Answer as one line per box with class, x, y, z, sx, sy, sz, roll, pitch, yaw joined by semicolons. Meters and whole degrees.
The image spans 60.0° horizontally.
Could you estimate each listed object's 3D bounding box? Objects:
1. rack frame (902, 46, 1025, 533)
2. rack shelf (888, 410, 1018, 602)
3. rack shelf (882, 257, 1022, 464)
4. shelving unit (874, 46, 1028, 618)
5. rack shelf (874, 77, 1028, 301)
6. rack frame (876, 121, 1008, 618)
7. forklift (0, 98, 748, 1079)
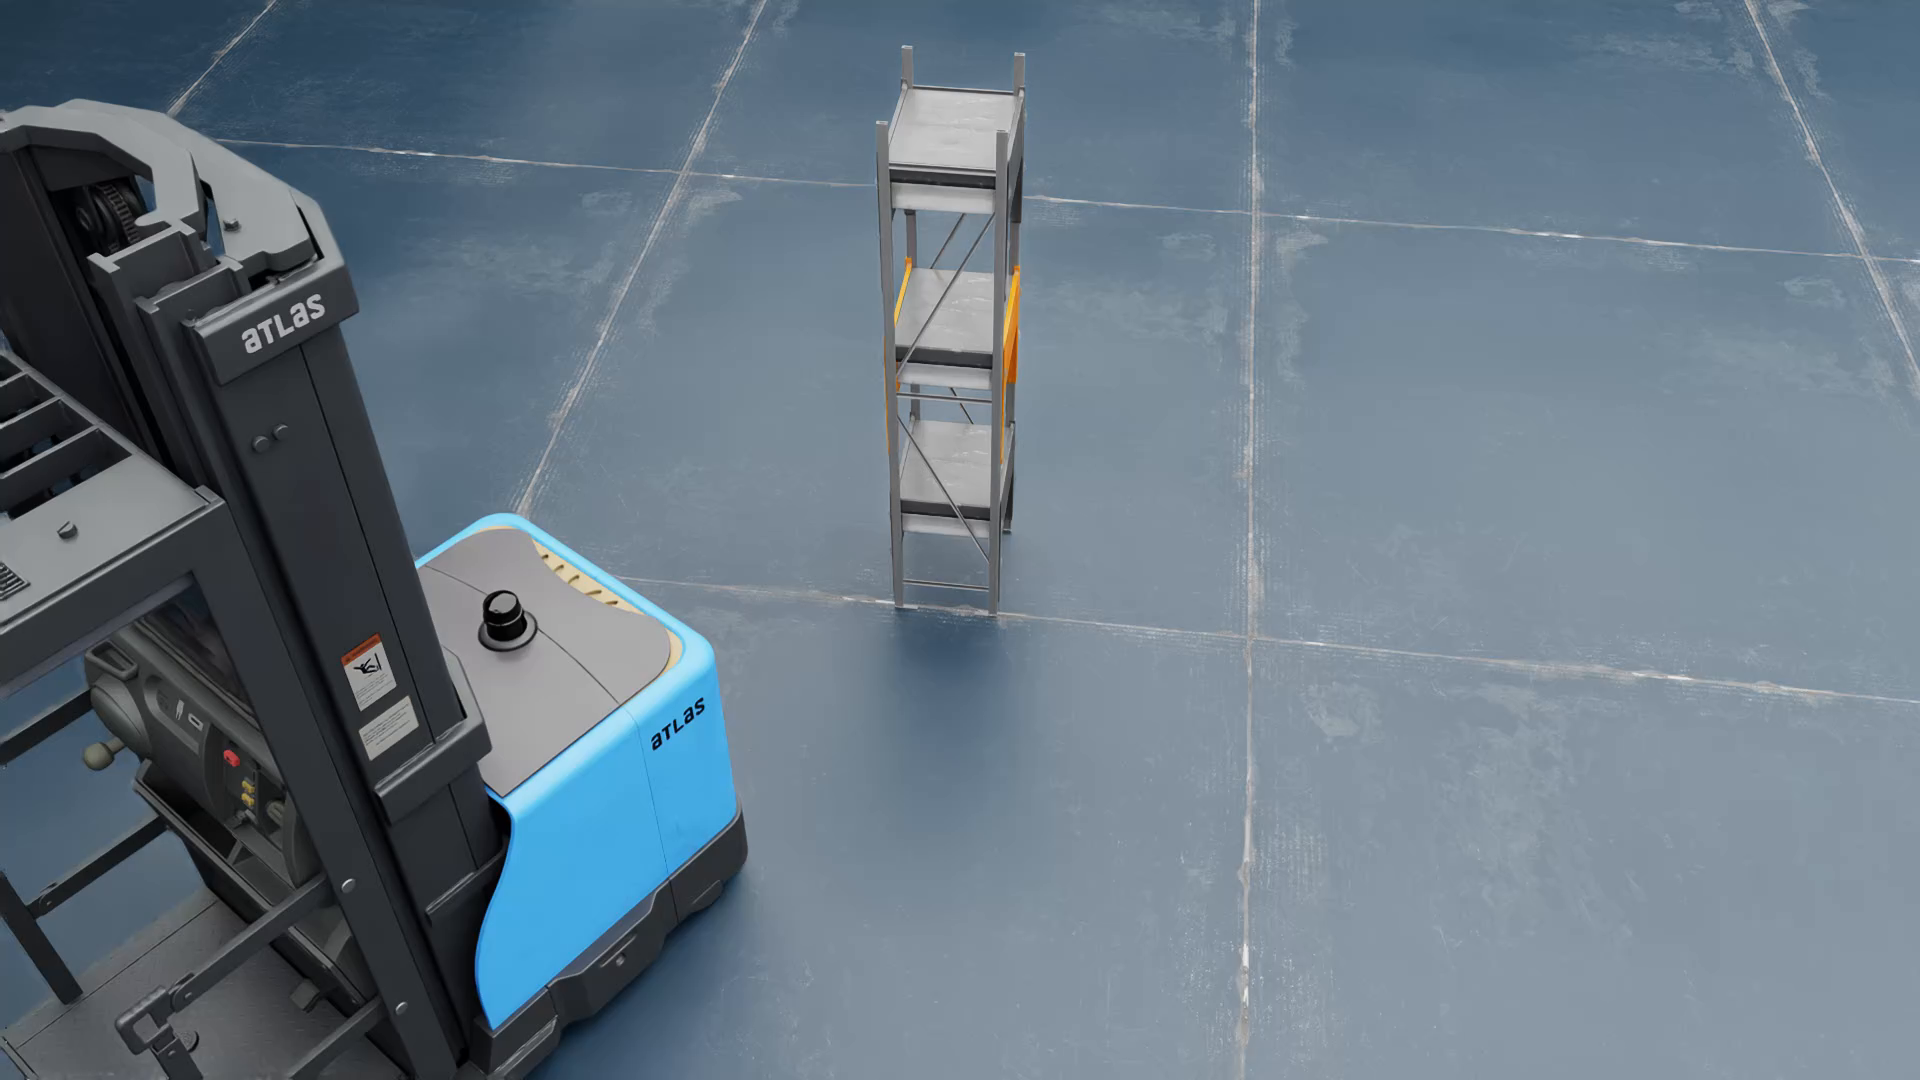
rack frame;0.010;-0.816;6.085;0.400;2.100;0.015;5;44;6
rack shelf;-0.022;-0.131;6.400;0.431;0.518;0.480;5;44;6
rack shelf;-0.022;-0.640;5.918;0.431;0.518;0.480;5;44;6
shelving unit;-0.022;-0.650;5.909;0.431;2.100;0.503;5;44;6
rack shelf;-0.022;-1.148;5.437;0.431;0.518;0.480;5;44;6
rack frame;-0.054;-0.483;5.733;0.400;2.100;0.015;5;44;6
forklift;-2.031;0.596;3.989;1.130;2.935;3.031;30;51;27
